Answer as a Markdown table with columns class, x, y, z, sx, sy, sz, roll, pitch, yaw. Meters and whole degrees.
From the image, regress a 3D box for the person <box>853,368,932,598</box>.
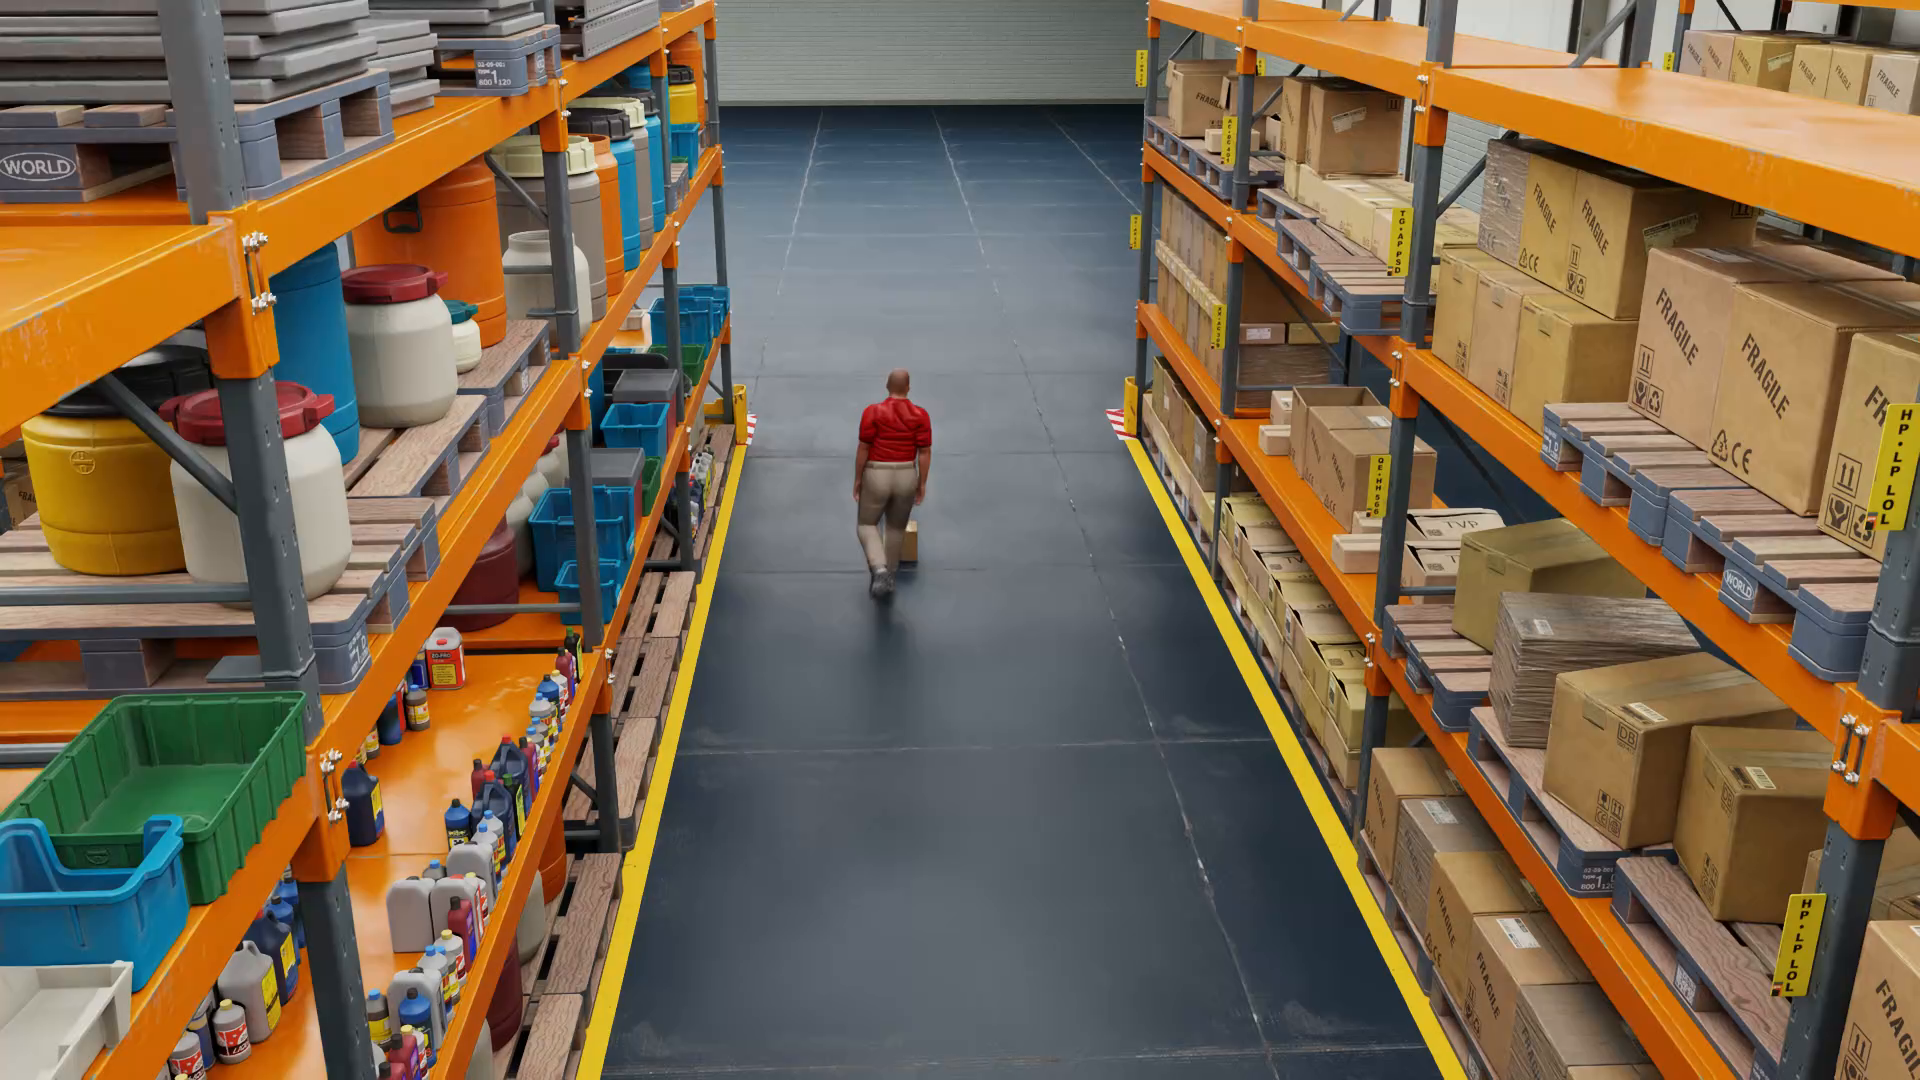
| class | x | y | z | sx | sy | sz | roll | pitch | yaw |
| --- | --- | --- | --- | --- | --- | --- | --- | --- | --- |
| person | -0.492 | -0.409 | 12.193 | 0.579 | 1.716 | 0.650 | -5 | 21 | -12 |
